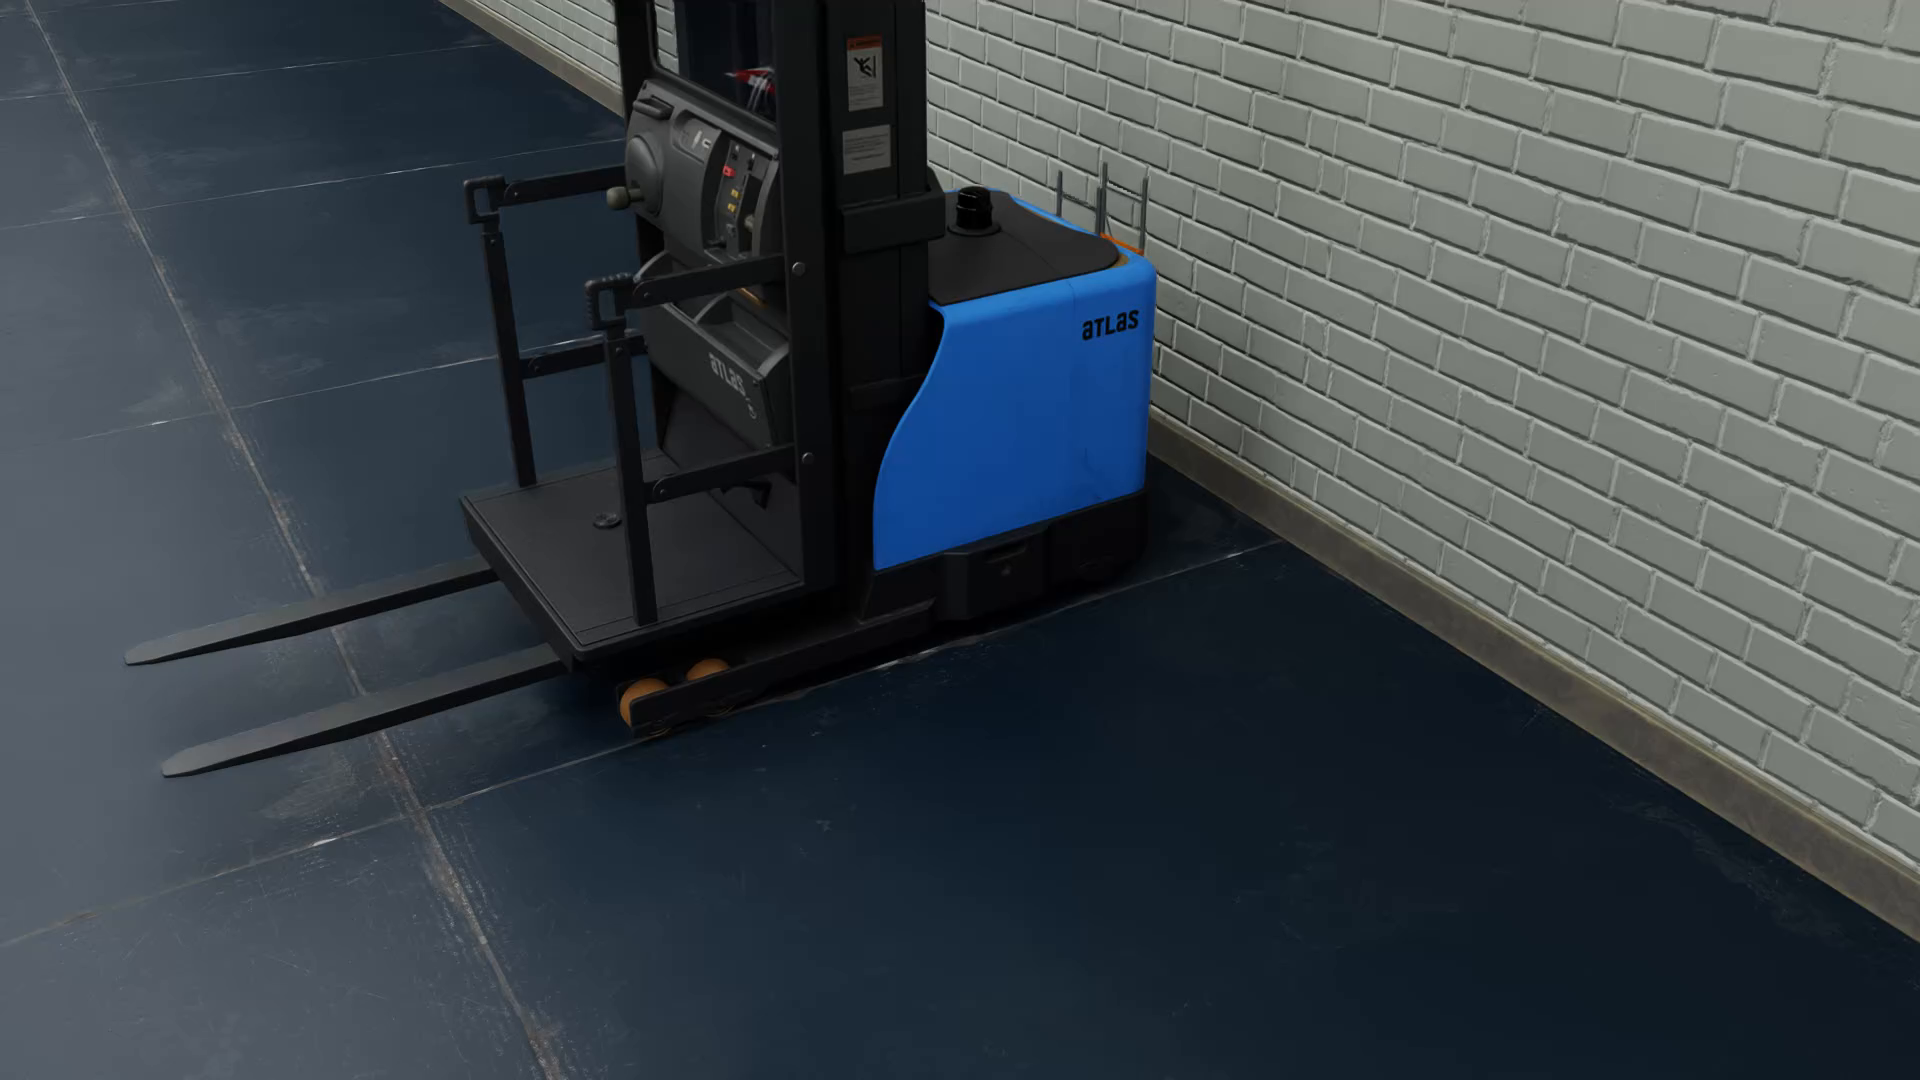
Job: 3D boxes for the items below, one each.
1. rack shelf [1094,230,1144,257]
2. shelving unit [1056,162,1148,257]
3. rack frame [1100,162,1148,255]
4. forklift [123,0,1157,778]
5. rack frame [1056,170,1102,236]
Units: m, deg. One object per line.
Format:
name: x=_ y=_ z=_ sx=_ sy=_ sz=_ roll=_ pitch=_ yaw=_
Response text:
rack shelf: x=0.465 y=-0.943 z=5.563 sx=0.180 sy=0.103 sz=0.258 roll=-17 pitch=33 yaw=-28
shelving unit: x=0.465 y=-0.666 z=5.715 sx=0.189 sy=1.200 sz=0.258 roll=-17 pitch=33 yaw=-28
rack frame: x=0.543 y=-0.690 z=5.758 sx=0.006 sy=1.200 sz=0.240 roll=-17 pitch=33 yaw=-28
forklift: x=-0.904 y=-1.012 z=4.551 sx=3.031 sy=2.935 sz=1.130 roll=-17 pitch=33 yaw=-28
rack frame: x=0.387 y=-0.643 z=5.673 sx=0.006 sy=1.200 sz=0.240 roll=-17 pitch=33 yaw=-28
